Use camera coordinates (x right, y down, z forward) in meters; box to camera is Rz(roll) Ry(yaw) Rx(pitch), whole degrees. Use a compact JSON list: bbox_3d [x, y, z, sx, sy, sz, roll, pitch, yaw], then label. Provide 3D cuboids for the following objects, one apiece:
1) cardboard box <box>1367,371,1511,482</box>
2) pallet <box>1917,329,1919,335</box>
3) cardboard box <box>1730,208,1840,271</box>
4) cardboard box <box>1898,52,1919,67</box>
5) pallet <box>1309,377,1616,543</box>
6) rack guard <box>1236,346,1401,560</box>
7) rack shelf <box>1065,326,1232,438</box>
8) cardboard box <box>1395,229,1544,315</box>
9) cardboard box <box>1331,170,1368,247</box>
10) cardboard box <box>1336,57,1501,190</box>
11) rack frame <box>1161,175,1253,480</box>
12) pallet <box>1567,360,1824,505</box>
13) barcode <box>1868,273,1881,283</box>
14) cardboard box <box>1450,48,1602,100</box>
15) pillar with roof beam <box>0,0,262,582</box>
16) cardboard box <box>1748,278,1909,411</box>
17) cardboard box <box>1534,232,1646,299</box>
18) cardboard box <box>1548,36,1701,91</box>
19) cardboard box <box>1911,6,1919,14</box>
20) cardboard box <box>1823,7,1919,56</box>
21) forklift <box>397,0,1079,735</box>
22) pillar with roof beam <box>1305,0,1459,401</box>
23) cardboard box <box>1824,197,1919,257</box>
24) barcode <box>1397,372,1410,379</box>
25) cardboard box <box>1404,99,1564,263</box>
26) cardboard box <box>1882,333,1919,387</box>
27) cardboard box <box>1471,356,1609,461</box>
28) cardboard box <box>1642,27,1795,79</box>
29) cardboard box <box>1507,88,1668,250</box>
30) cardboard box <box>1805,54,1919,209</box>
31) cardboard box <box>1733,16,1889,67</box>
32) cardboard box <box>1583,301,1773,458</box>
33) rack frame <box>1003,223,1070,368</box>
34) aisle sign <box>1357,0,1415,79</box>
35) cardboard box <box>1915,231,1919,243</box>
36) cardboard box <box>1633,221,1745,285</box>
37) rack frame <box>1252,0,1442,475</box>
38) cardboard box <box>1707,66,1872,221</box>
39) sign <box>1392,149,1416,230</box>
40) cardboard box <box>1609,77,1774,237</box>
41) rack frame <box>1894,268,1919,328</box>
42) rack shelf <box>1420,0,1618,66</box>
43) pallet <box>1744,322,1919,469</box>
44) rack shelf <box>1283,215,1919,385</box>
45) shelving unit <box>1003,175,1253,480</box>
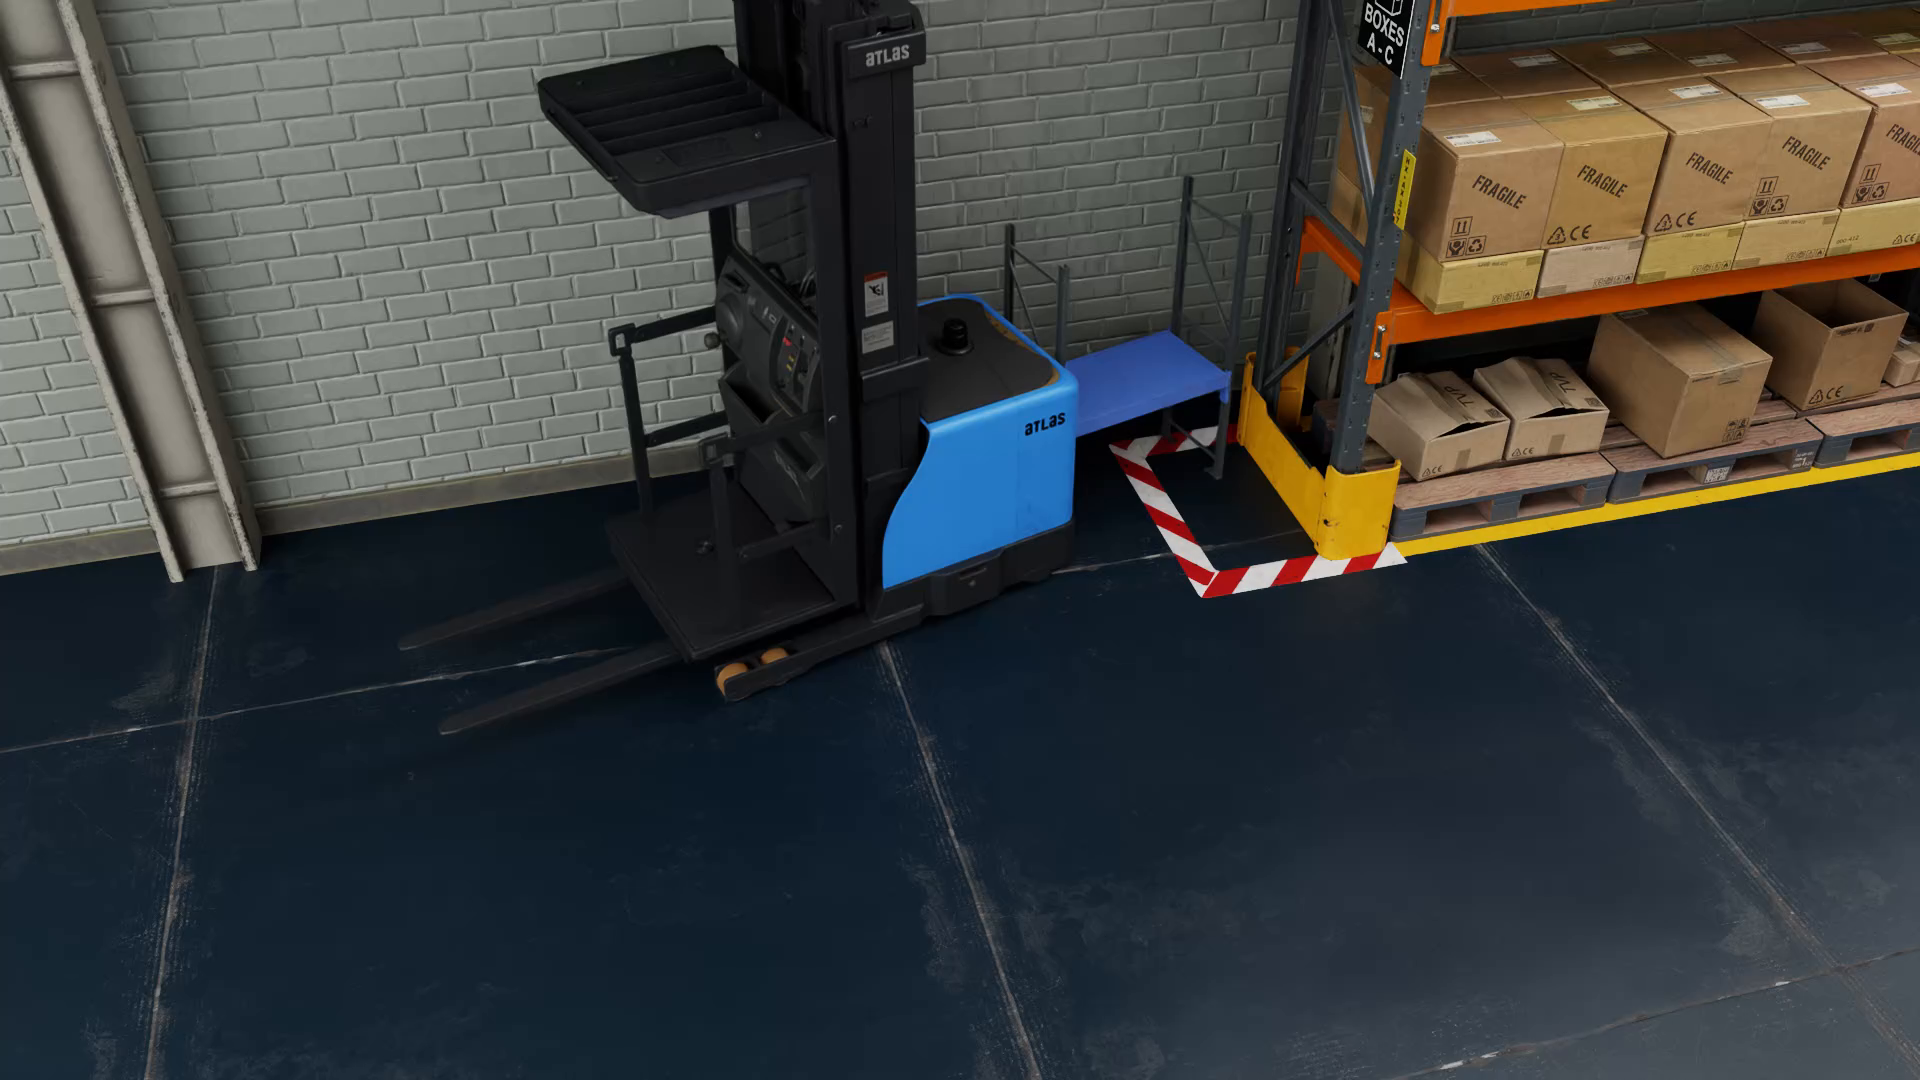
[{"bbox_3d":[2.408,-0.604,8.402,0.500,0.311,0.500,-14,39,-17],"label":"cardboard box"},{"bbox_3d":[6.329,-1.091,9.482,1.213,0.211,1.003,-9,38,-12],"label":"pallet"},{"bbox_3d":[3.750,-1.527,7.864,0.500,0.250,0.500,-9,38,-12],"label":"cardboard box"},{"bbox_3d":[4.722,-1.982,7.841,0.500,0.500,0.500,-10,38,-12],"label":"cardboard box"},{"bbox_3d":[2.583,-0.453,8.648,1.213,0.211,1.003,-9,38,-12],"label":"pallet"},{"bbox_3d":[1.790,-0.460,8.419,0.348,0.500,1.175,-9,38,-12],"label":"rack guard"},{"bbox_3d":[0.785,-0.745,8.265,1.000,0.185,0.538,-19,42,-24],"label":"rack shelf"},{"bbox_3d":[2.270,-1.280,7.541,0.500,0.250,0.500,-10,39,-13],"label":"cardboard box"},{"bbox_3d":[2.117,-1.577,7.929,0.500,0.250,0.500,-9,38,-11],"label":"cardboard box"},{"bbox_3d":[2.116,-1.886,7.716,0.500,0.500,0.500,-10,38,-12],"label":"cardboard box"},{"bbox_3d":[1.225,-1.044,8.359,0.032,1.500,0.500,-19,42,-24],"label":"rack frame"},{"bbox_3d":[3.759,-0.644,8.898,1.213,0.211,1.003,-9,38,-12],"label":"pallet"},{"bbox_3d":[4.994,-1.439,9.073,0.075,0.075,0.001,-9,38,-12],"label":"barcode"},{"bbox_3d":[2.605,-1.960,7.813,0.500,0.500,0.500,-9,38,-11],"label":"cardboard box"},{"bbox_3d":[-2.503,-0.966,2.086,0.400,9.000,9.100,-9,38,-12],"label":"pillar with roof beam"},{"bbox_3d":[4.586,-1.069,8.853,0.500,0.500,0.500,-12,39,-15],"label":"cardboard box"},{"bbox_3d":[2.768,-1.371,7.660,0.500,0.250,0.500,-10,39,-13],"label":"cardboard box"},{"bbox_3d":[3.103,-2.045,7.923,0.500,0.500,0.500,-10,39,-13],"label":"cardboard box"},{"bbox_3d":[5.070,-2.369,8.347,0.500,0.500,0.500,-10,39,-13],"label":"cardboard box"},{"bbox_3d":[4.569,-2.289,8.243,0.500,0.500,0.500,-10,38,-12],"label":"cardboard box"},{"bbox_3d":[-0.987,-0.827,6.898,3.031,2.935,1.130,-19,42,-24],"label":"forklift"},{"bbox_3d":[3.289,-1.917,3.329,0.400,9.000,9.100,-9,38,-12],"label":"pillar with roof beam"},{"bbox_3d":[4.235,-1.607,7.969,0.500,0.250,0.500,-10,38,-12],"label":"cardboard box"},{"bbox_3d":[2.321,-0.846,8.709,0.075,0.075,0.001,-9,38,-12],"label":"barcode"},{"bbox_3d":[2.256,-1.586,7.324,0.500,0.500,0.500,-9,38,-12],"label":"cardboard box"},{"bbox_3d":[5.069,-1.022,9.066,0.250,0.166,0.380,-14,40,-18],"label":"cardboard box"},{"bbox_3d":[2.958,-0.695,8.520,0.500,0.311,0.500,-6,38,-8],"label":"cardboard box"},{"bbox_3d":[3.589,-2.125,8.028,0.500,0.500,0.500,-9,38,-11],"label":"cardboard box"},{"bbox_3d":[2.735,-1.659,7.419,0.500,0.500,0.500,-9,38,-12],"label":"cardboard box"},{"bbox_3d":[4.233,-1.909,7.745,0.500,0.500,0.500,-10,39,-13],"label":"cardboard box"},{"bbox_3d":[4.087,-2.213,8.144,0.500,0.500,0.500,-8,38,-11],"label":"cardboard box"},{"bbox_3d":[3.679,-0.857,8.576,0.500,0.500,0.700,-12,39,-15],"label":"cardboard box"},{"bbox_3d":[0.346,-0.733,7.953,0.032,1.500,0.500,-19,42,-24],"label":"rack frame"},{"bbox_3d":[1.725,-2.286,6.609,0.004,0.787,0.394,-9,38,-12],"label":"aisle sign"},{"bbox_3d":[4.717,-1.696,8.085,0.500,0.250,0.500,-9,38,-12],"label":"cardboard box"},{"bbox_3d":[3.261,-1.448,7.761,0.500,0.250,0.500,-10,39,-13],"label":"cardboard box"},{"bbox_3d":[1.716,-1.441,7.644,0.127,3.000,1.000,-9,38,-12],"label":"rack frame"},{"bbox_3d":[3.731,-1.826,7.637,0.500,0.500,0.500,-8,38,-11],"label":"cardboard box"},{"bbox_3d":[1.858,-1.466,6.965,0.005,0.325,0.100,-9,38,-12],"label":"sign"},{"bbox_3d":[3.236,-1.737,7.521,0.500,0.500,0.500,-11,39,-13],"label":"cardboard box"},{"bbox_3d":[5.578,-2.074,8.472,0.127,3.000,1.000,-9,38,-12],"label":"rack frame"},{"bbox_3d":[3.647,-2.663,7.365,4.000,0.370,1.077,-9,38,-12],"label":"rack shelf"},{"bbox_3d":[4.939,-0.840,9.153,1.213,0.211,1.003,-9,38,-12],"label":"pallet"},{"bbox_3d":[3.647,-1.472,8.277,4.000,0.370,1.077,-9,38,-12],"label":"rack shelf"},{"bbox_3d":[0.785,-0.888,8.156,1.048,1.500,0.538,-19,42,-24],"label":"shelving unit"}]
